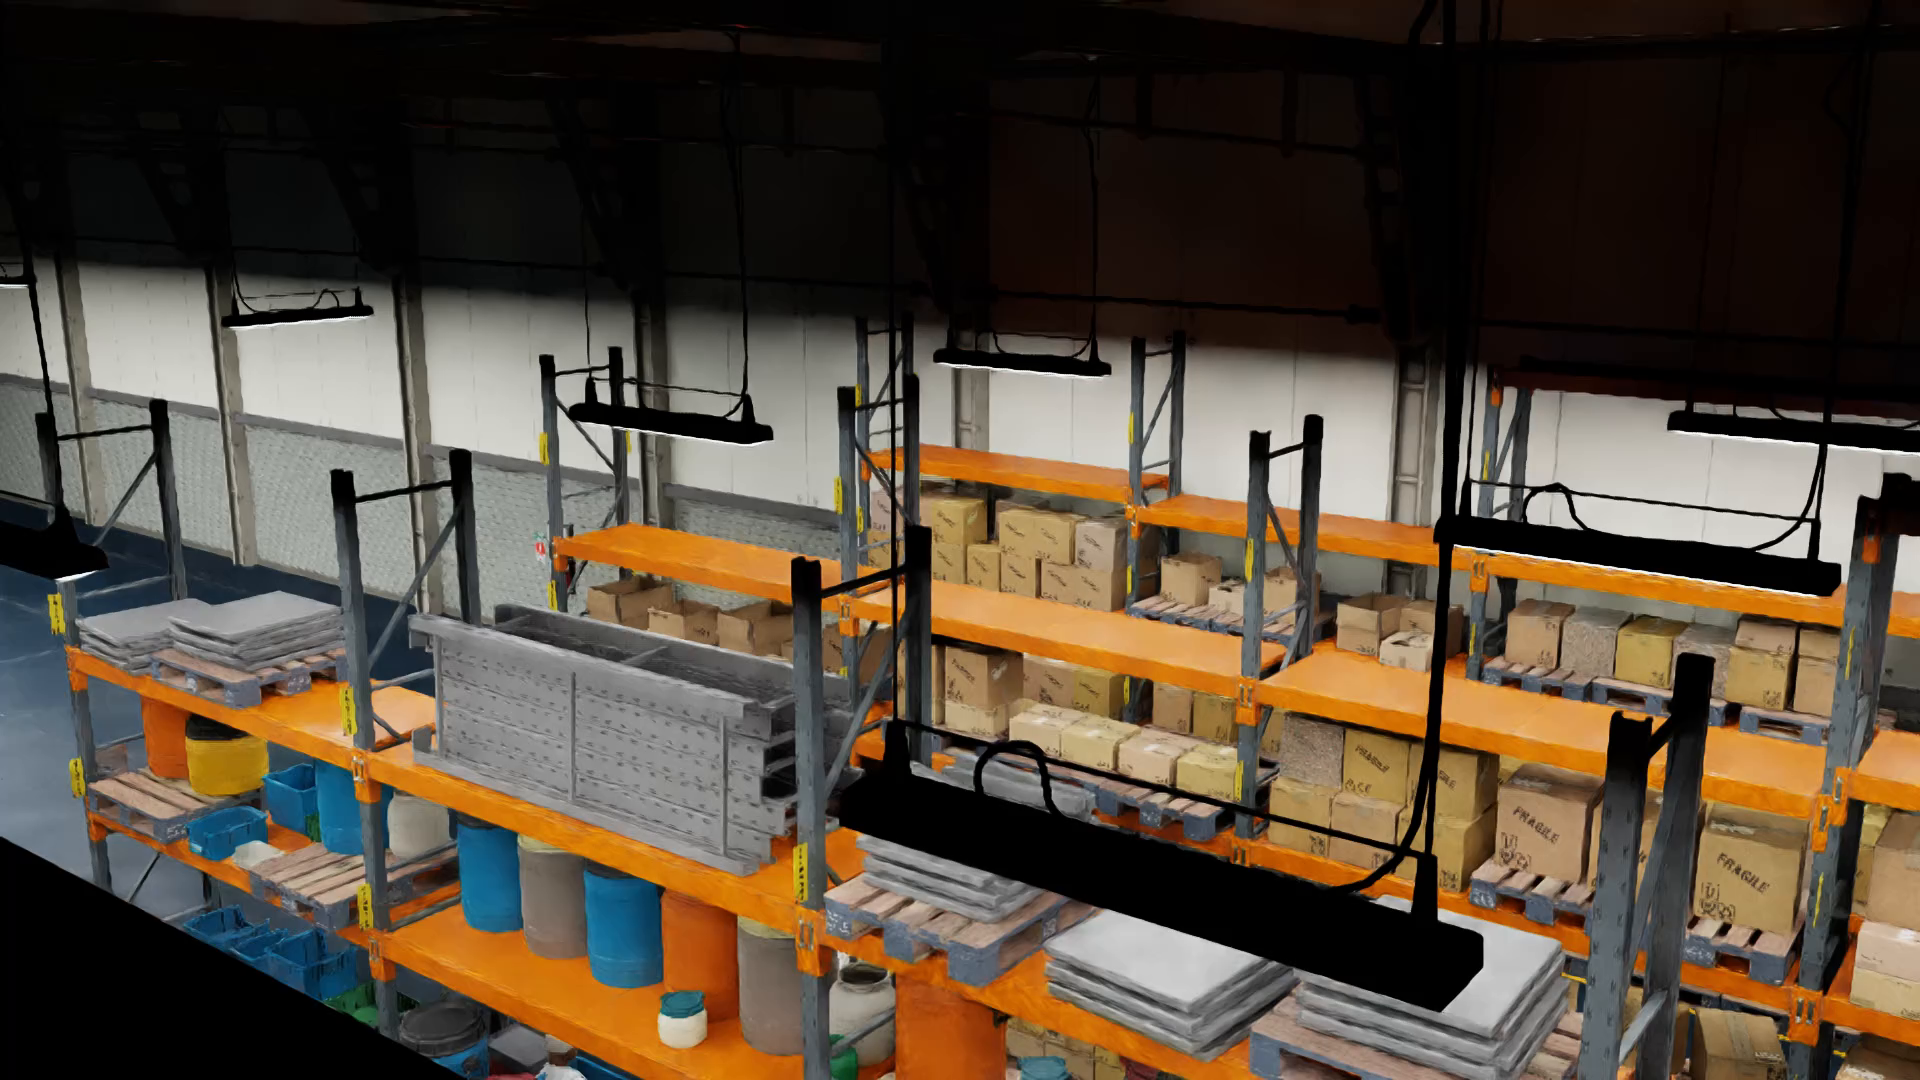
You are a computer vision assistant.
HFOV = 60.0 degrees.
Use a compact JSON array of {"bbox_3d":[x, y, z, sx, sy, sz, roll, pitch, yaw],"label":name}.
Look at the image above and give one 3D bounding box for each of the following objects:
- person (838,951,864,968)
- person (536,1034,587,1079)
[{"bbox_3d":[-1.014,4.031,14.351,0.559,1.727,0.402,2,13,10],"label":"person"},{"bbox_3d":[-2.825,4.301,11.864,0.640,1.769,0.493,7,15,29],"label":"person"}]
